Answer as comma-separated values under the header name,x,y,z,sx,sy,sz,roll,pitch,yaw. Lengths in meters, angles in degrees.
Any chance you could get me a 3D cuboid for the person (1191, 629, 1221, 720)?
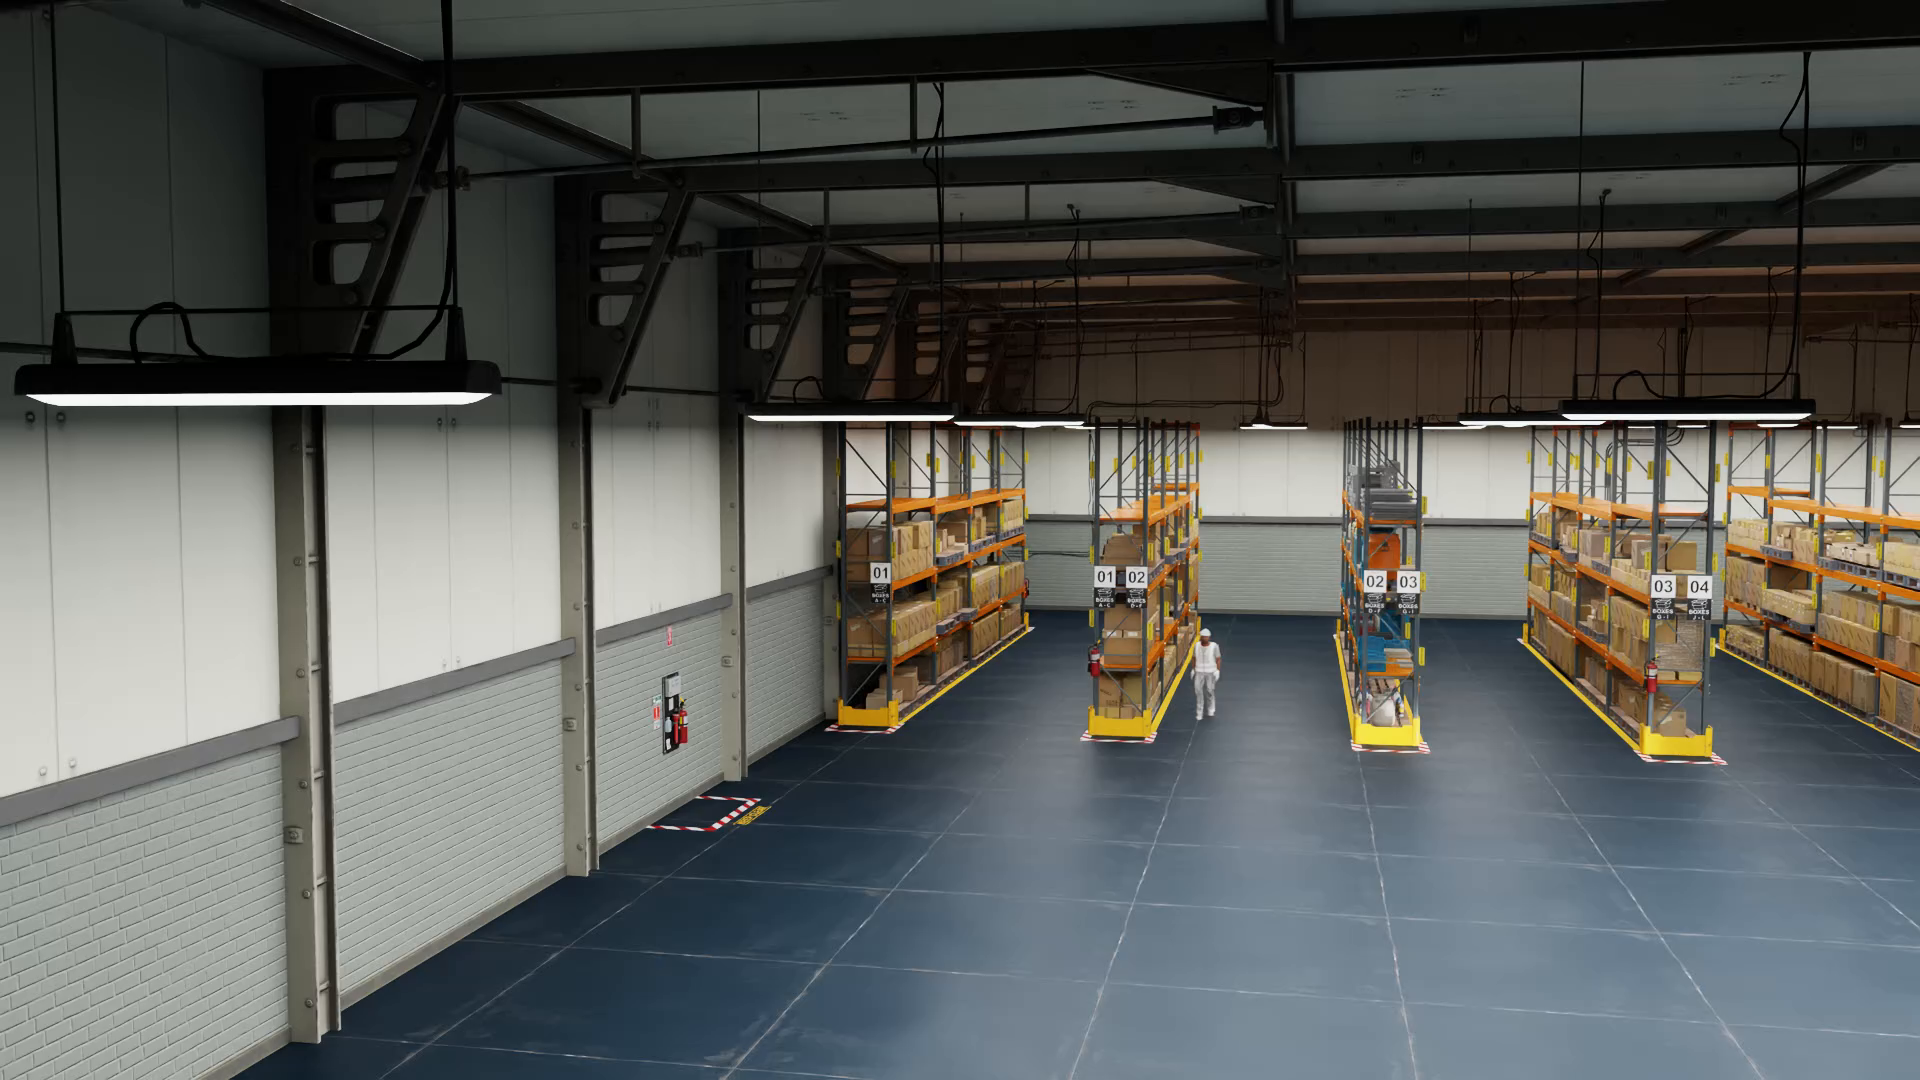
name,x,y,z,sx,sy,sz,roll,pitch,yaw
person,4.914,2.683,33.322,0.631,1.822,0.593,2,4,24
